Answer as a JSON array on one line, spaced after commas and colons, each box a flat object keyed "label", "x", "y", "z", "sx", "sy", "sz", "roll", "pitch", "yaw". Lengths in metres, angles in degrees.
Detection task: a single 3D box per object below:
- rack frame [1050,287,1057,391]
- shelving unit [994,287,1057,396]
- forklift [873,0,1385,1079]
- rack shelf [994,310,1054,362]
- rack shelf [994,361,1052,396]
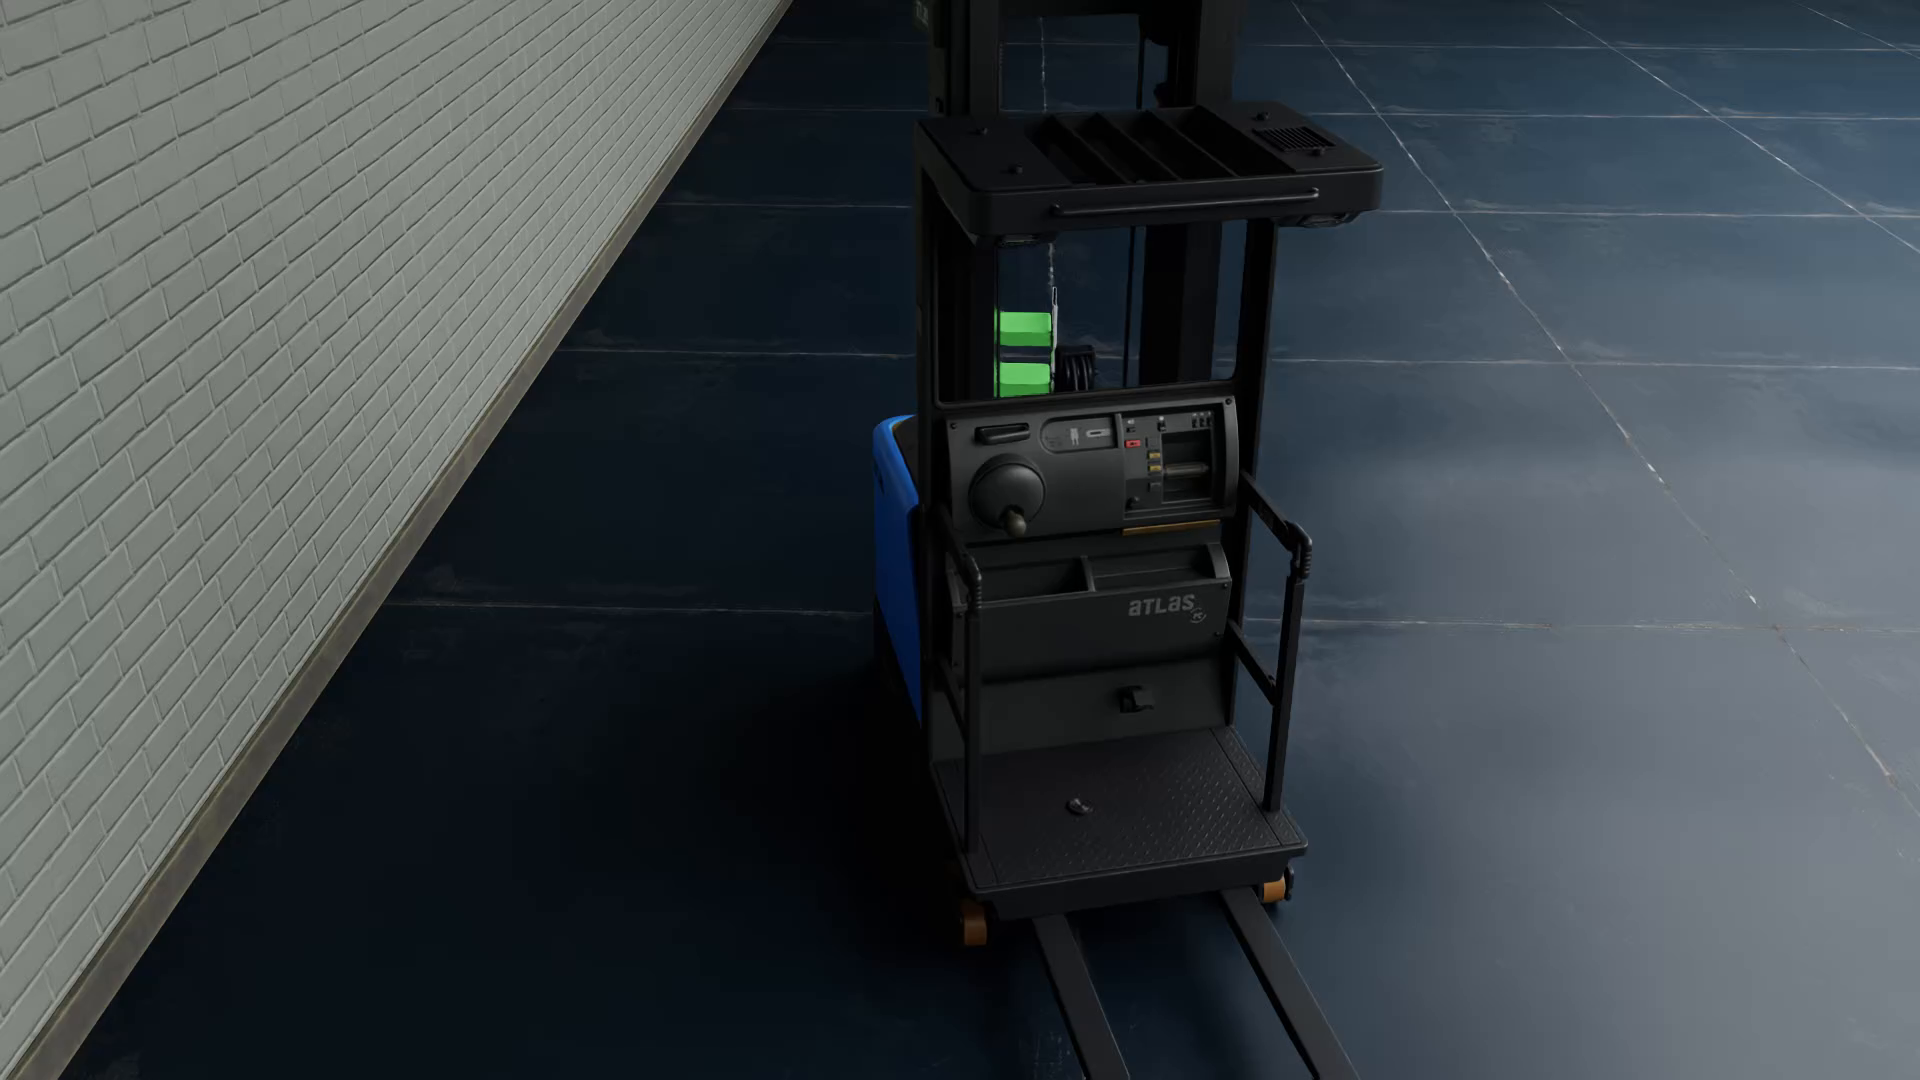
[{"label": "rack frame", "x": 0.409, "y": -0.523, "z": 7.456, "sx": 0.015, "sy": 1.200, "sz": 0.240, "roll": 1, "pitch": 28, "yaw": 2}, {"label": "shelving unit", "x": 0.165, "y": -0.527, "z": 7.464, "sx": 0.503, "sy": 1.200, "sz": 0.258, "roll": 1, "pitch": 28, "yaw": 2}, {"label": "forklift", "x": 0.463, "y": -0.189, "z": 4.978, "sx": 1.130, "sy": 2.935, "sz": 3.031, "roll": -6, "pitch": 28, "yaw": -11}, {"label": "rack shelf", "x": 0.165, "y": -0.895, "z": 7.269, "sx": 0.480, "sy": 0.148, "sz": 0.258, "roll": 1, "pitch": 28, "yaw": 2}, {"label": "rack shelf", "x": 0.165, "y": -0.683, "z": 7.381, "sx": 0.480, "sy": 0.148, "sz": 0.258, "roll": 1, "pitch": 28, "yaw": 2}]
